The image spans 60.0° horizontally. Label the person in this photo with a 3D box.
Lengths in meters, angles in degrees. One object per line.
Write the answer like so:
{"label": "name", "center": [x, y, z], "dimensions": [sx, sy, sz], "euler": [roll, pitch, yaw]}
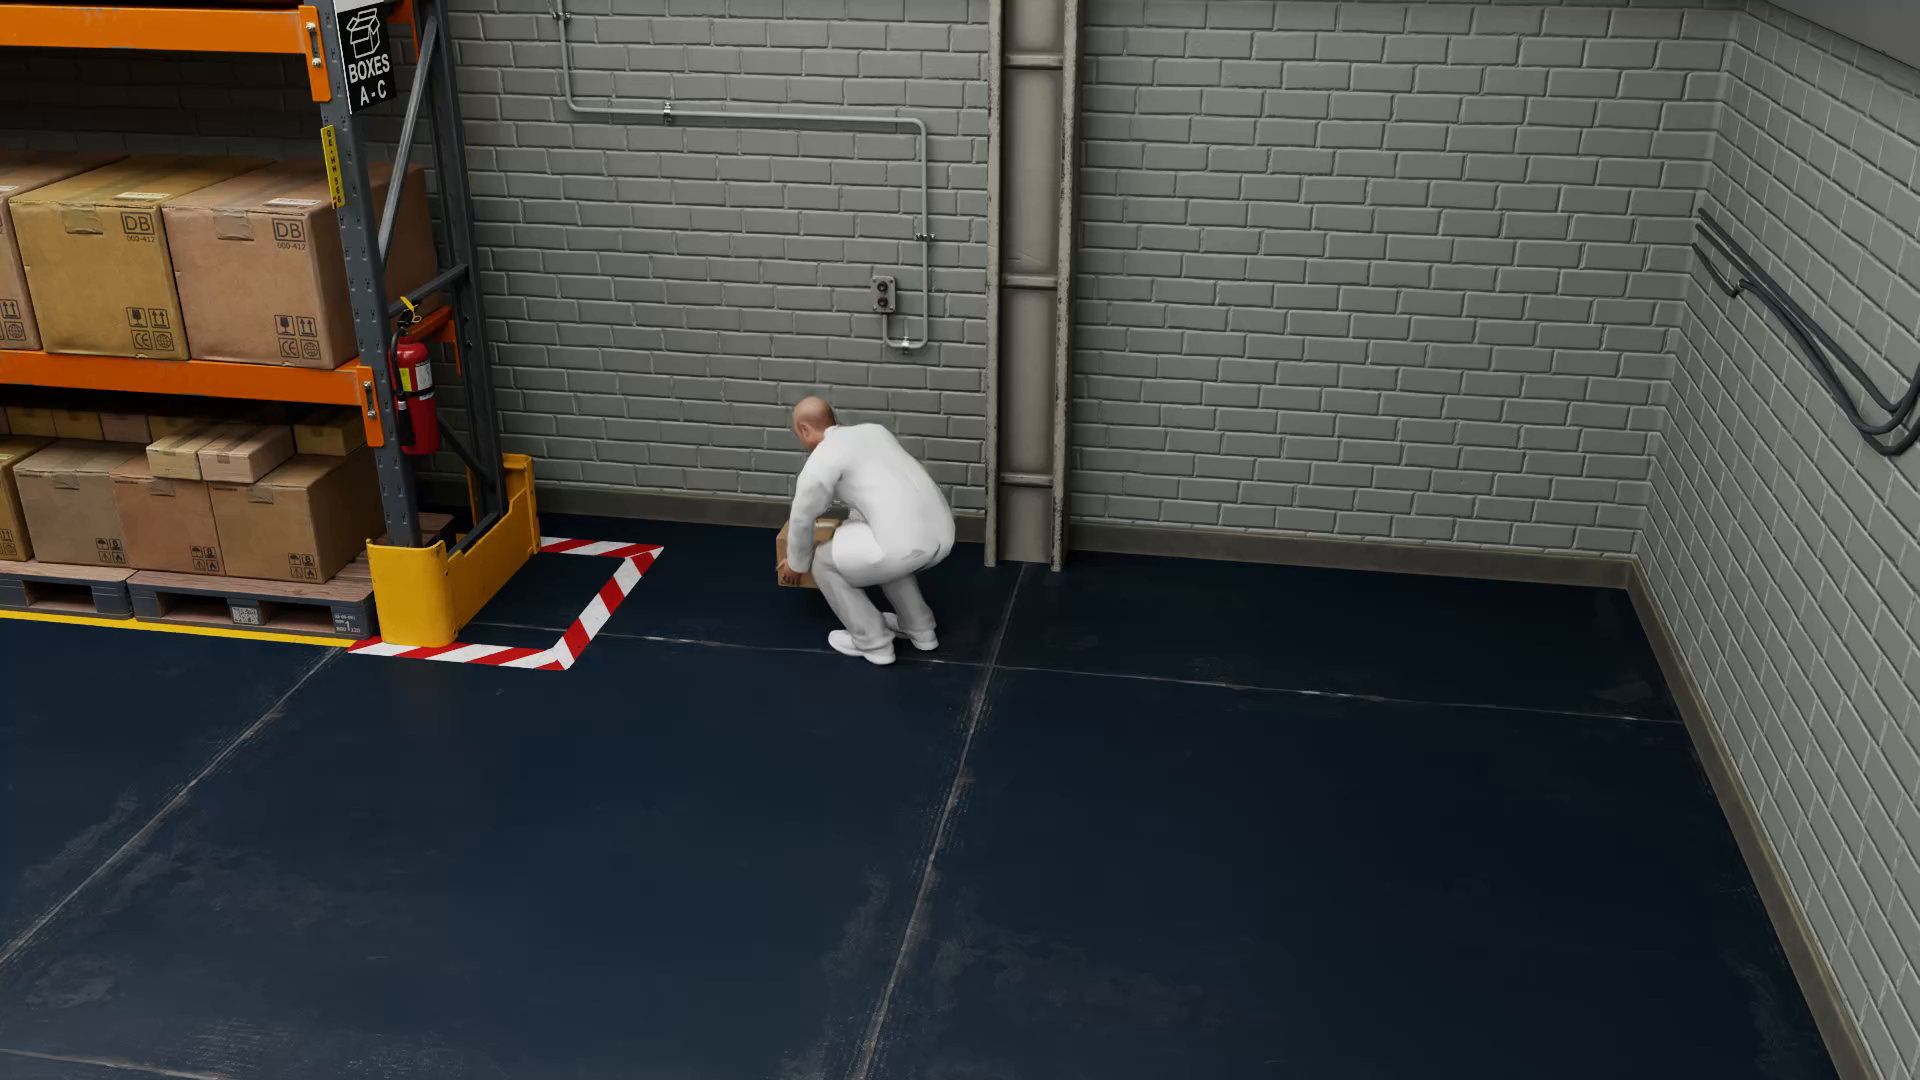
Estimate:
{"label": "person", "center": [-0.416, -0.037, 7.486], "dimensions": [0.861, 1.129, 0.608], "euler": [21, 32, 38]}
